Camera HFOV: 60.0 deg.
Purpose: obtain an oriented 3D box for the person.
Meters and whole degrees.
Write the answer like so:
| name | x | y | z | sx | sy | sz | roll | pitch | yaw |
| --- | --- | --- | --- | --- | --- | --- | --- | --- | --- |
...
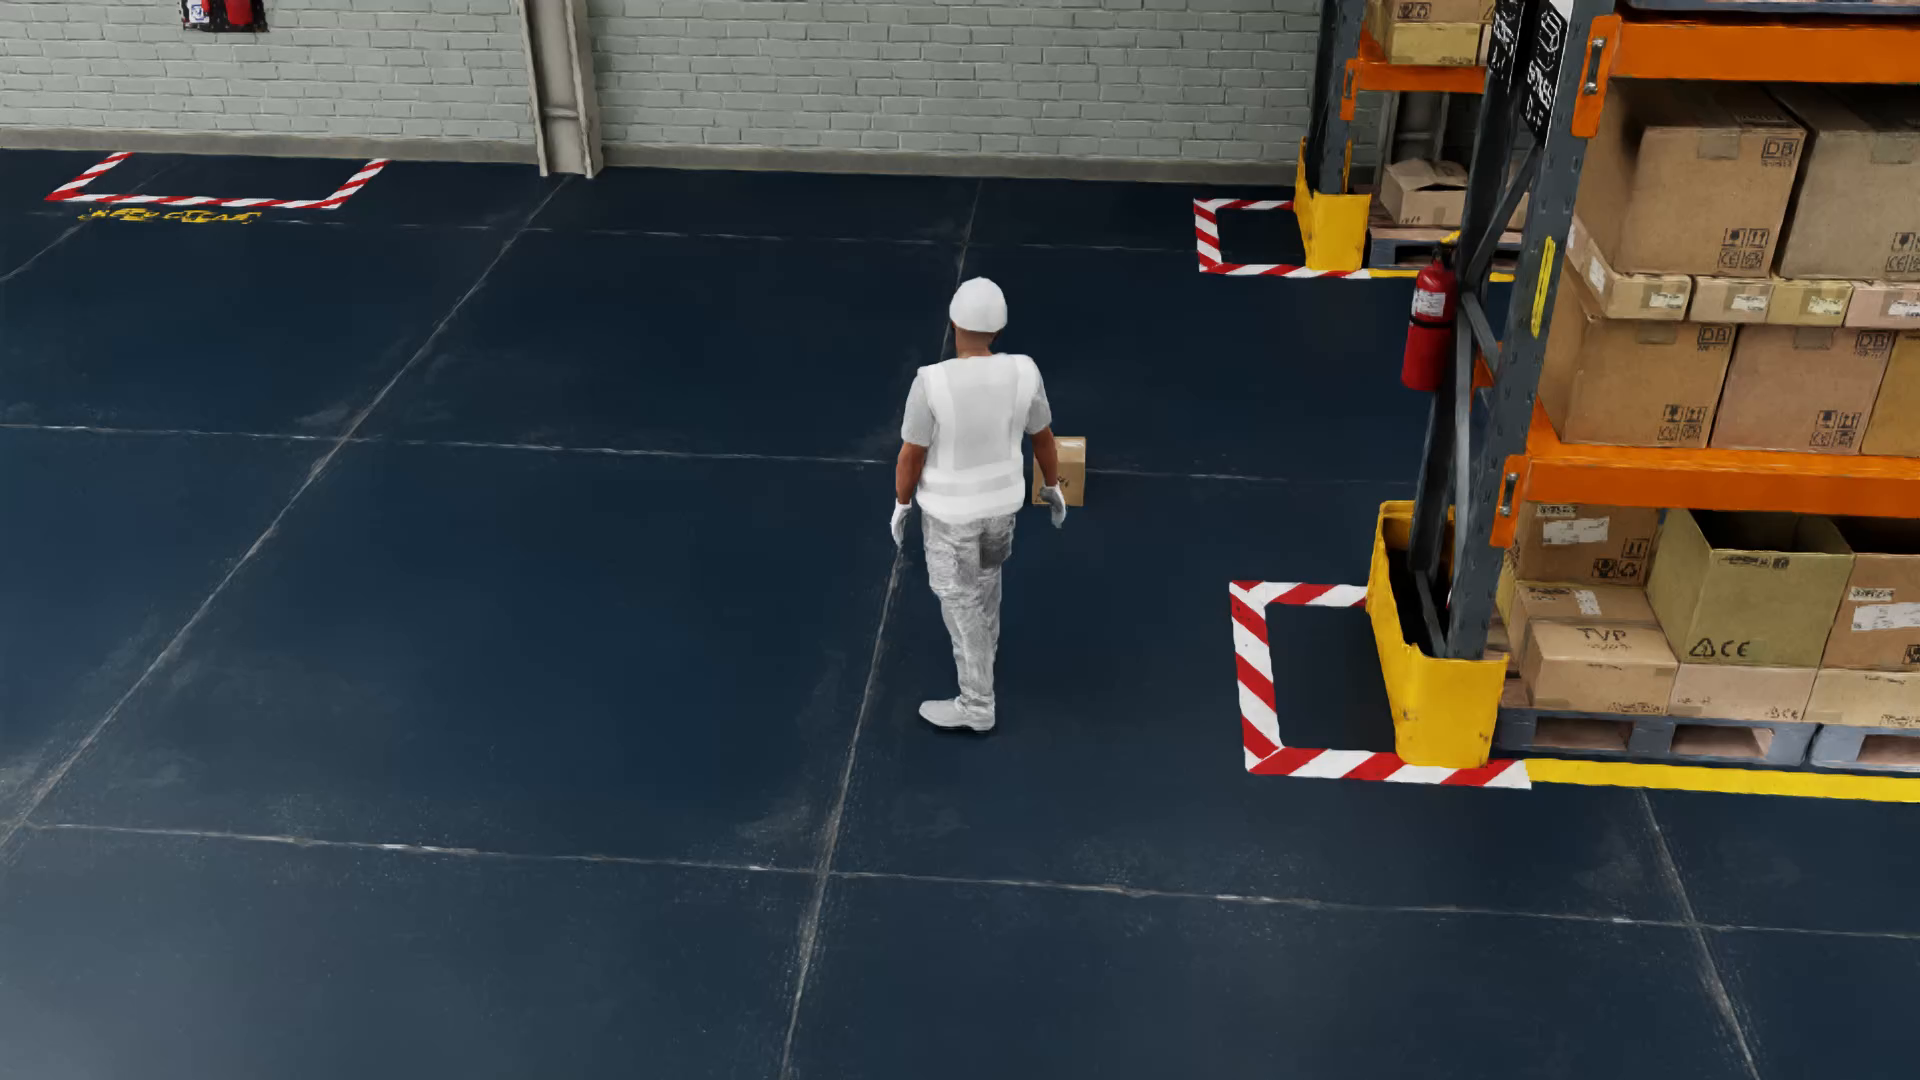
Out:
| name | x | y | z | sx | sy | sz | roll | pitch | yaw |
| --- | --- | --- | --- | --- | --- | --- | --- | --- | --- |
| person | 0.076 | -0.149 | 6.362 | 0.693 | 1.781 | 0.623 | -13 | 34 | -21 |
